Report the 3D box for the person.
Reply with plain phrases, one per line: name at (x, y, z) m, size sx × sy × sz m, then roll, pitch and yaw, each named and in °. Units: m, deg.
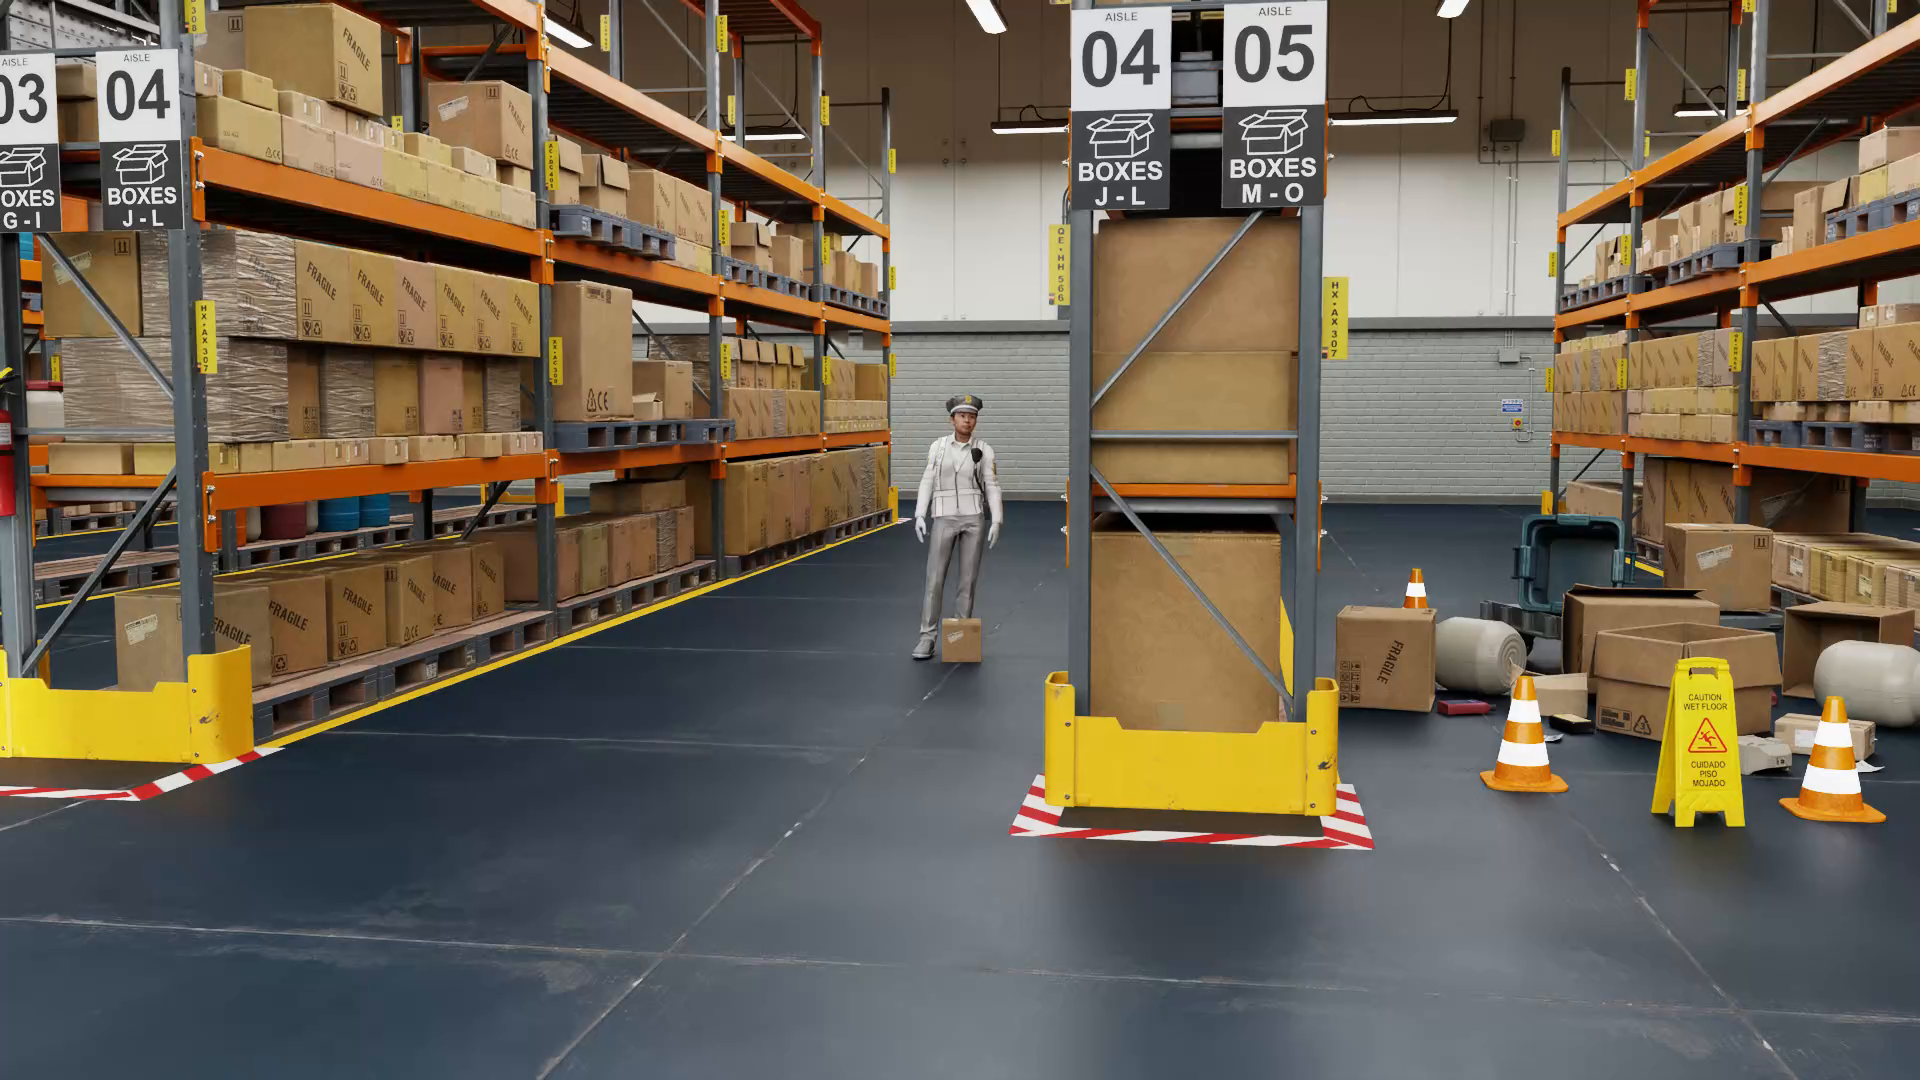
person at (-0.012, -0.100, 10.830) m, size 0.587 × 1.696 × 0.534 m, roll 0°, pitch 5°, yaw 2°
